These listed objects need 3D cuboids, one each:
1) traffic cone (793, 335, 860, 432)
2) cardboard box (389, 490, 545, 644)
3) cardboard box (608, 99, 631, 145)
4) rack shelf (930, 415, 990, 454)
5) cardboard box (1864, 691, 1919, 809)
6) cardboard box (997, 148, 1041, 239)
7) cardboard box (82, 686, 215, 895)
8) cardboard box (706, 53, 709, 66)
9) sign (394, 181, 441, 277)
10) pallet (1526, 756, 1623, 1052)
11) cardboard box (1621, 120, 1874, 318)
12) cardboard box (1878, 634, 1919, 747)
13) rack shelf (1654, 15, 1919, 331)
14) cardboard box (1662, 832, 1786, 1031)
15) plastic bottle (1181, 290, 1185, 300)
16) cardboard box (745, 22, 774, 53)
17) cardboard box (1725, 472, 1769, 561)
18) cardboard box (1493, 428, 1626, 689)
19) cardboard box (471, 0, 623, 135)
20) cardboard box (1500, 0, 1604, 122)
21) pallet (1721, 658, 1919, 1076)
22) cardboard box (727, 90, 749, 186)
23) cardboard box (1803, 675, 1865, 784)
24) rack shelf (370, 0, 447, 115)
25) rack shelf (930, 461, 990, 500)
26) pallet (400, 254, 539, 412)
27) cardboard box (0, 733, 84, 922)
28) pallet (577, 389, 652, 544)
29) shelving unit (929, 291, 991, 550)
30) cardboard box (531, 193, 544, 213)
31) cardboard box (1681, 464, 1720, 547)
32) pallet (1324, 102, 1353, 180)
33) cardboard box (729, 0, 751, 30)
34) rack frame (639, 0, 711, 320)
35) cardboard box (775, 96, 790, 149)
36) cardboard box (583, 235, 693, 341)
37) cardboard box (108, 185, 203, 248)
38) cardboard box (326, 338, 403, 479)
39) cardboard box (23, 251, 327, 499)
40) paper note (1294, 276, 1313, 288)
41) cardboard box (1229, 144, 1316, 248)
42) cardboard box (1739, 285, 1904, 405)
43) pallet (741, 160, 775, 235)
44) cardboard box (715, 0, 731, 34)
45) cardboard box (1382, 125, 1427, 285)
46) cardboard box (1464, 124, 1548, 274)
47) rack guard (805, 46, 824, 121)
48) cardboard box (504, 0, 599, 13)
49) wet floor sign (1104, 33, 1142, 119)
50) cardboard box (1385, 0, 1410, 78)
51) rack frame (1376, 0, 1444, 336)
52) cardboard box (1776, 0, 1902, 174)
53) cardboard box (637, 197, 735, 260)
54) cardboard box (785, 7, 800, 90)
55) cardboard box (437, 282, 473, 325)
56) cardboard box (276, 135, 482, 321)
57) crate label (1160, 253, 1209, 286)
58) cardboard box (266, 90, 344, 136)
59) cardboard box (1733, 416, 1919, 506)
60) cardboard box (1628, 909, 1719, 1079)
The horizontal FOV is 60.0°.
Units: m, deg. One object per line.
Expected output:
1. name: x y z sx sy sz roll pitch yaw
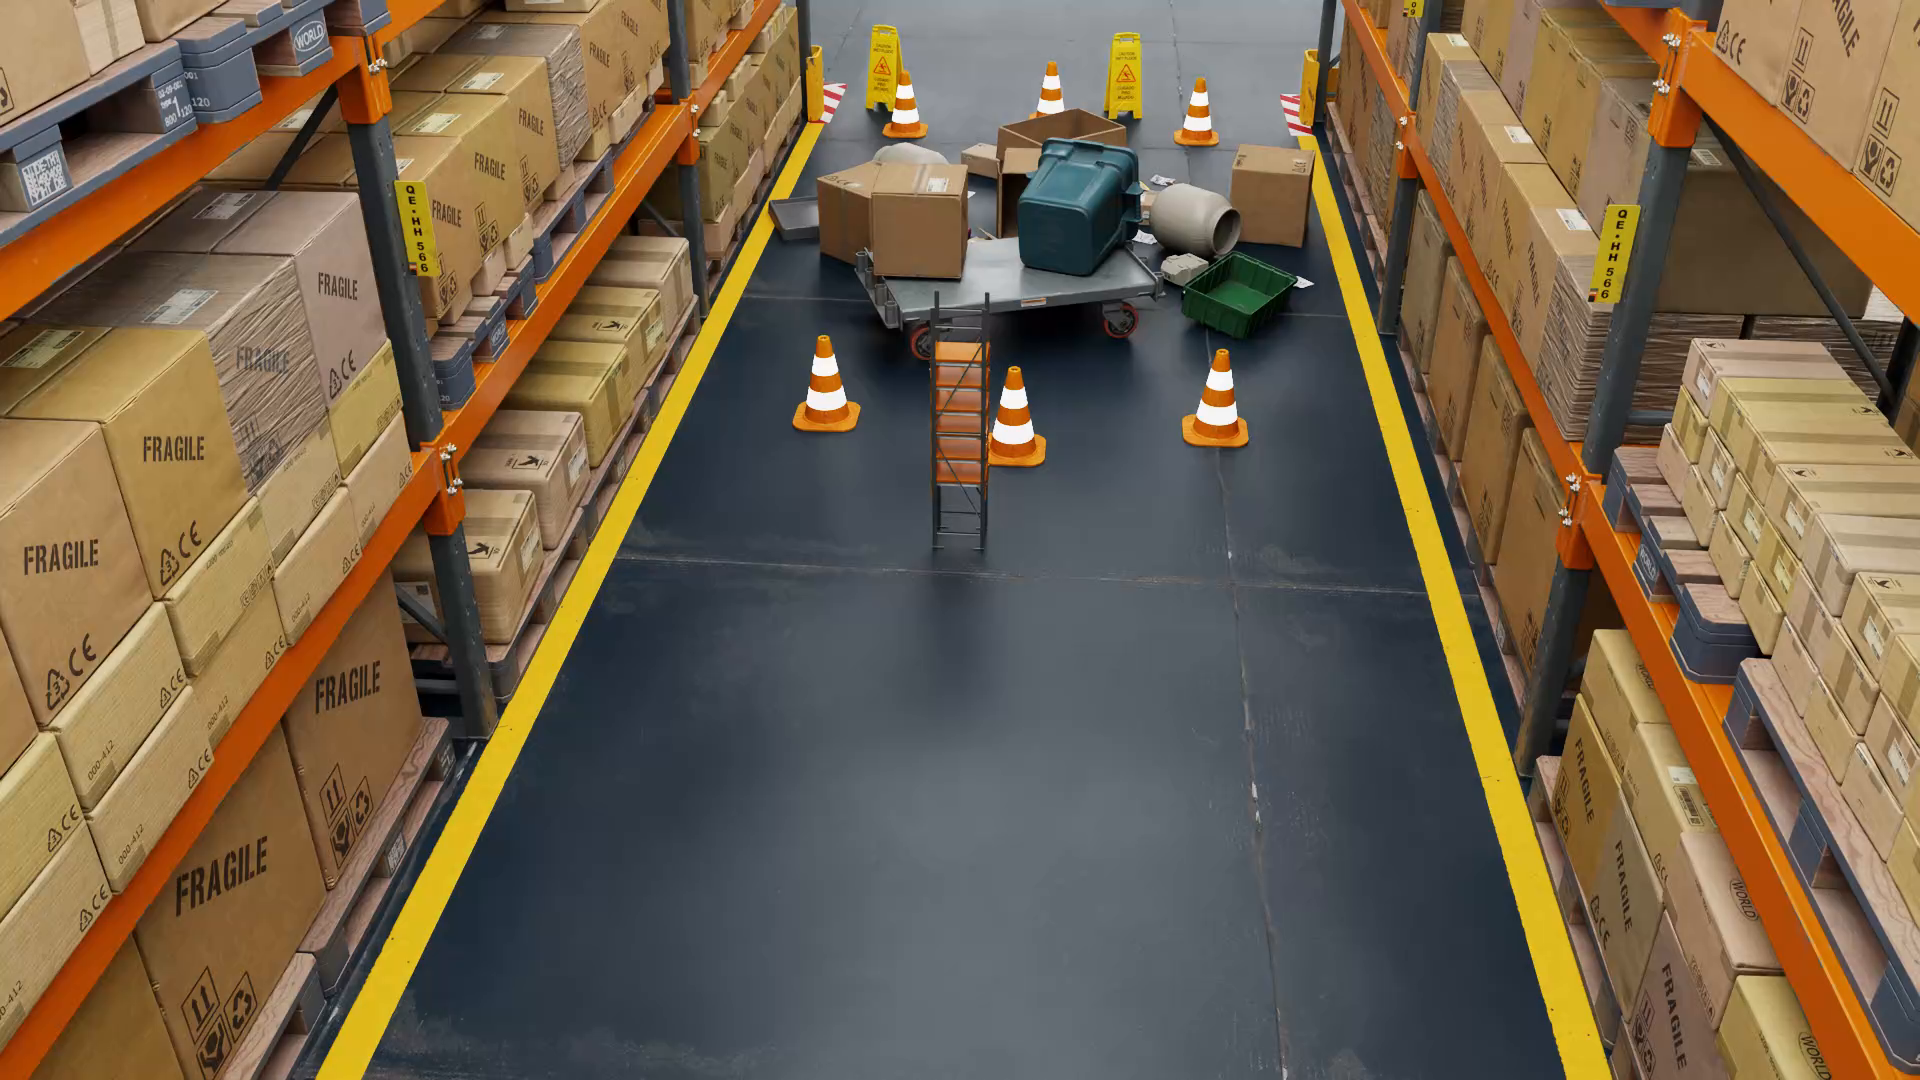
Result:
1. traffic cone: -0.705 -0.848 8.684 0.336 0.463 0.334 2 32 4
2. cardboard box: -2.269 0.101 6.832 0.950 0.372 0.625 0 32 1
3. cardboard box: -1.808 -2.020 8.008 0.380 0.149 0.250 3 32 4
4. rack shelf: 0.001 -0.481 7.471 0.258 0.103 0.180 2 32 4
5. cardboard box: 2.256 0.475 3.676 0.380 0.149 0.250 4 32 6
6. cardboard box: 0.639 -2.206 10.721 0.797 0.637 0.503 2 32 4
7. cardboard box: -2.204 0.593 4.071 0.500 0.250 0.500 2 32 3
8. cardboard box: -1.685 -2.814 9.697 0.380 0.149 0.250 3 32 5
9. sign: -1.772 -1.015 5.435 0.100 0.325 0.005 2 32 4
10. pallet: 2.552 1.210 5.585 1.003 0.211 1.213 2 32 4
11. cardboard box: 2.663 -1.088 5.608 0.700 0.500 0.500 2 32 4
12. cardboard box: 2.256 0.340 3.611 0.380 0.149 0.250 2 32 3
13. rack shelf: 2.454 -0.311 3.221 1.077 0.370 4.000 2 32 4
14. cardboard box: 2.225 1.054 4.448 0.500 0.250 0.500 3 32 4
15. plastic bottle: 1.461 -1.435 10.021 0.133 0.061 0.283 -14 34 -21
16. cardboard box: -1.489 -3.437 11.356 0.380 0.149 0.250 4 32 6
17. cardboard box: 2.339 -0.058 4.541 0.380 0.149 0.250 2 32 2
18. cardboard box: 2.756 0.079 6.507 1.050 0.750 0.750 2 32 3
19. cardboard box: -1.896 -2.203 7.687 0.500 0.500 0.500 4 32 6
20. cardboard box: 2.826 -2.152 7.335 0.700 0.500 0.500 3 32 4
21. pallet: 2.496 0.733 3.884 1.003 0.211 1.213 2 32 4
22. cardboard box: -1.651 -2.541 10.519 0.500 0.500 0.500 4 32 6
23. cardboard box: 2.273 0.461 3.982 0.380 0.149 0.250 3 32 5
24. rack shelf: -2.162 -2.561 6.873 1.077 0.370 4.000 2 32 4
25. rack shelf: 0.001 -0.276 7.597 0.258 0.103 0.180 2 32 4
26. pallet: -2.373 -0.840 6.436 1.213 0.211 1.003 2 32 4
27. cardboard box: -2.252 0.644 3.513 0.500 0.250 0.500 3 32 5
28. pallet: -2.158 -0.402 8.201 1.003 0.211 1.213 2 32 4
29. shelving unit: 0.001 -0.518 7.447 0.258 1.200 0.189 2 32 4
30. cardboard box: -2.020 -1.487 7.143 0.380 0.149 0.250 4 32 6
31. cardboard box: 2.357 -0.092 4.879 0.380 0.149 0.250 4 32 6
32. pallet: 3.281 -2.960 12.352 1.003 0.211 1.213 2 32 4
33. cardboard box: -1.541 -3.348 10.564 0.380 0.149 0.250 3 32 4
34. rack frame: -2.000 -2.636 9.168 1.000 3.000 0.127 2 32 4
35. cardboard box: -1.522 -3.031 12.030 0.500 0.250 0.500 3 32 4
36. cardboard box: -2.040 -1.422 9.302 0.950 0.372 0.625 3 32 5
37. cardboard box: -2.609 -0.765 5.084 0.500 0.500 0.500 1 32 2
38. cardboard box: -2.111 -0.429 5.254 0.500 0.250 0.500 2 32 4
39. cardboard box: -2.140 -0.462 4.593 0.500 0.500 0.500 3 32 5
40. paper note: 2.095 -1.604 10.323 0.147 0.020 0.142 -20 37 -29
41. cardboard box: 2.046 -2.270 10.954 0.500 0.500 0.500 8 32 12
42. cardboard box: 2.922 -0.651 5.853 0.500 0.500 0.500 3 32 5
43. pallet: -1.883 -2.441 11.510 1.003 0.211 1.213 2 32 4
44. cardboard box: -1.668 -3.287 9.845 0.500 0.500 0.500 2 32 4
45. cardboard box: 3.063 -2.077 9.887 0.875 0.875 0.875 3 32 5
46. cardboard box: 2.506 -1.465 7.174 0.500 0.500 0.500 3 32 5
47. rack guard: -1.680 -3.624 13.153 1.175 0.500 0.348 2 32 4
48. cardboard box: -1.854 -2.504 7.556 0.380 0.149 0.250 1 32 2
49. wet floor sign: 1.297 -3.666 13.084 0.267 0.644 0.232 -3 32 -5
50. cardboard box: 2.983 -3.023 9.653 0.875 0.550 0.550 2 32 4
51. rack frame: 2.942 -2.477 8.911 1.000 3.000 0.127 2 32 4
52. cardboard box: 2.271 -1.156 3.813 0.500 0.500 0.500 2 32 4
53. cardboard box: -1.682 -1.941 10.261 0.500 0.250 0.500 1 32 2
54. cardboard box: -1.479 -3.625 12.279 0.500 0.500 0.500 3 32 4
55. cardboard box: -2.057 -0.924 6.230 0.380 0.149 0.250 1 32 1
56. cardboard box: -2.058 -1.118 5.925 0.500 0.500 0.500 2 32 3
57. crate label: 1.400 -1.677 10.340 0.298 0.136 0.250 -20 37 -29
58. cardboard box: -2.534 -1.413 6.404 0.500 0.500 0.500 2 32 3
59. cardboard box: 2.342 -0.209 4.502 0.380 0.149 0.250 2 32 4
60. cardboard box: 2.230 1.390 4.617 0.500 0.500 0.500 2 32 3
